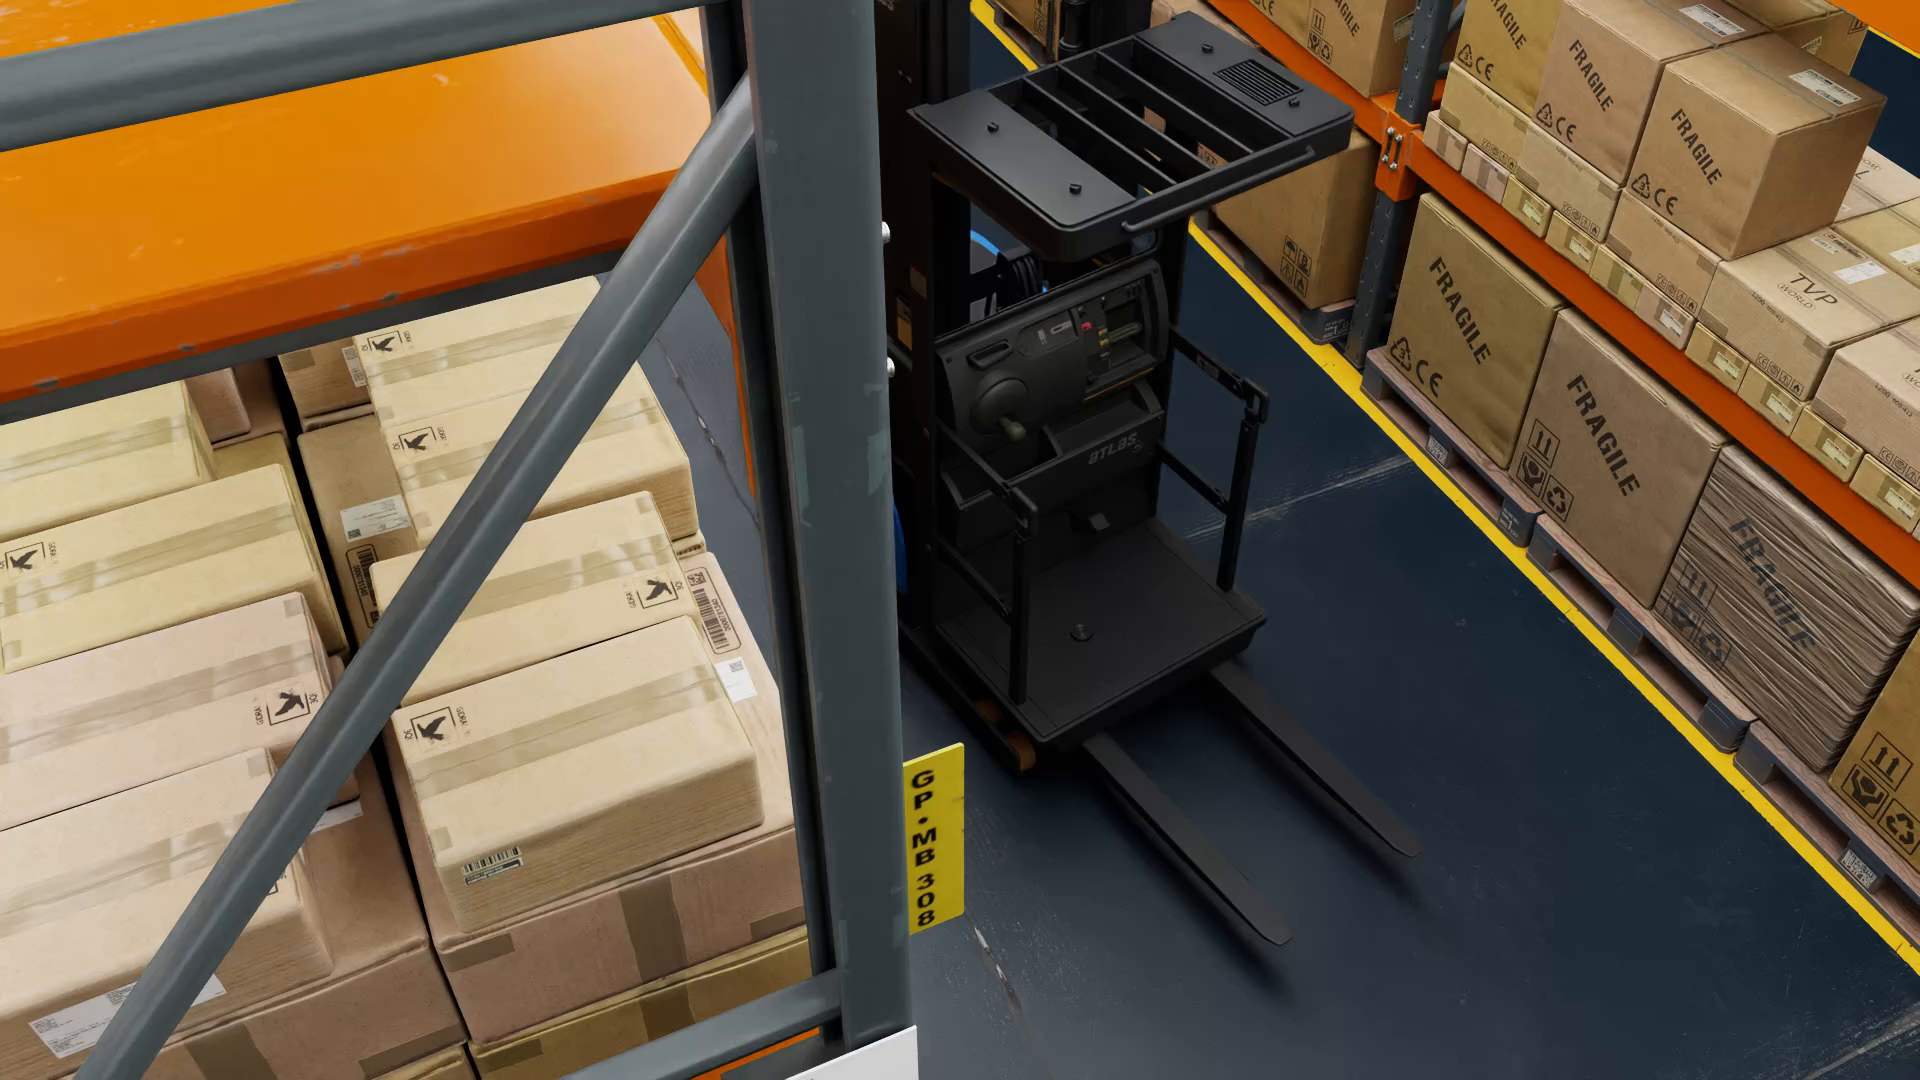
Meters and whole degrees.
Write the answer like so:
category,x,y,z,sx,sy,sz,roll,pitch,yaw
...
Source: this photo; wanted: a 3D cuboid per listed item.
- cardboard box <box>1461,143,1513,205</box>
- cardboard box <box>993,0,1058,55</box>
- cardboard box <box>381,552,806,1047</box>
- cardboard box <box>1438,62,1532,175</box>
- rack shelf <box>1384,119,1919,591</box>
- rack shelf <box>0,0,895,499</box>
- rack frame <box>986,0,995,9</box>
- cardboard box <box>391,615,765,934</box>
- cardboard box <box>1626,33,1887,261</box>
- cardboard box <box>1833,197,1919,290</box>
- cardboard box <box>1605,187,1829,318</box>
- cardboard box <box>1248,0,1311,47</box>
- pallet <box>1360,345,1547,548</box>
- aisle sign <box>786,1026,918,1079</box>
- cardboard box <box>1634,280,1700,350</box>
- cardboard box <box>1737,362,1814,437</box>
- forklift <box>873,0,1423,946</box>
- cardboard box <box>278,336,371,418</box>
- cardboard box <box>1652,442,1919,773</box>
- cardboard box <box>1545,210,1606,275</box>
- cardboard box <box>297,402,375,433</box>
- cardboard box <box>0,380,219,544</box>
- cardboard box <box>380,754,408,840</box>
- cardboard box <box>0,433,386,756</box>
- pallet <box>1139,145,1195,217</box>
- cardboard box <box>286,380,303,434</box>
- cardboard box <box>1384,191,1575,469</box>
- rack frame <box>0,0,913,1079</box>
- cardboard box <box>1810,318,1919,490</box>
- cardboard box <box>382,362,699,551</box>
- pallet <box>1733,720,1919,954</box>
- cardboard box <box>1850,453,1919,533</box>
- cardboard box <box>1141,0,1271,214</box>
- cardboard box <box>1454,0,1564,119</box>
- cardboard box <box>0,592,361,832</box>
category,x,y,z,sx,sy,sz,roll,pitch,yaw
cardboard box,2.260,-1.520,6.702,0.380,0.149,0.250,-20,48,-19
cardboard box,0.916,-3.559,9.804,1.225,0.875,0.875,-20,48,-19
cardboard box,-0.487,0.331,2.263,0.500,0.250,0.500,-17,47,-17
cardboard box,2.287,-1.739,6.640,0.500,0.250,0.500,-19,48,-18
rack shelf,3.168,-0.532,6.035,1.077,0.370,4.000,-18,47,-17
rack shelf,-1.375,-1.266,2.510,1.077,0.370,4.000,-18,47,-17
rack frame,0.645,-4.612,9.657,1.000,3.000,0.127,-18,47,-17
cardboard box,-0.464,0.278,2.032,0.380,0.149,0.250,-18,48,-18
cardboard box,2.719,-1.355,5.718,0.500,0.500,0.500,-19,48,-19
cardboard box,3.395,-0.934,5.824,0.500,0.250,0.500,-19,48,-18
cardboard box,2.714,-1.092,5.985,0.500,0.250,0.500,-17,47,-16
cardboard box,1.681,-2.633,7.581,0.500,0.500,0.500,-17,47,-16
pallet,2.576,-0.563,7.539,1.003,0.211,1.213,-18,47,-17
aisle sign,-0.231,0.919,2.201,0.394,0.787,0.004,-18,47,-17
cardboard box,2.695,-0.861,6.035,0.380,0.149,0.250,-18,47,-17
cardboard box,2.918,-0.529,5.698,0.380,0.149,0.250,-17,47,-17
forklift,0.462,-0.560,5.599,1.130,2.935,3.031,-26,50,-24
cardboard box,-0.908,-0.372,2.691,0.380,0.149,0.250,-17,47,-16
cardboard box,3.284,0.129,6.067,0.875,0.875,0.875,-18,47,-17
cardboard box,2.483,-1.185,6.363,0.380,0.149,0.250,-19,48,-18
cardboard box,-0.905,-0.320,2.923,0.500,0.250,0.500,-17,47,-17
cardboard box,-1.273,-0.059,2.374,0.380,0.149,0.250,-17,47,-17
cardboard box,-1.186,0.337,2.613,0.500,0.250,0.500,-18,47,-17
cardboard box,-1.175,0.150,2.446,0.500,0.250,0.500,-19,48,-18
pallet,1.417,-2.319,9.318,1.003,0.211,1.213,-18,47,-17
cardboard box,-0.937,-0.151,3.107,0.500,0.250,0.500,-19,48,-19
cardboard box,2.532,-1.012,7.223,0.875,0.875,0.875,-18,47,-17
rack frame,-0.534,-0.249,0.964,1.000,3.000,0.127,-18,47,-17
cardboard box,3.137,-0.445,5.329,0.500,0.250,0.500,-20,48,-19
cardboard box,-0.602,-0.084,2.399,0.380,0.149,0.250,-18,47,-17
pallet,3.601,0.992,5.963,1.003,0.211,1.213,-18,47,-17
cardboard box,3.129,-0.205,5.370,0.380,0.149,0.250,-19,48,-18
cardboard box,1.663,-2.427,8.657,1.225,0.875,0.875,-20,48,-19
cardboard box,2.296,-2.002,6.373,0.500,0.500,0.500,-18,47,-17
cardboard box,-0.975,0.247,2.064,0.380,0.149,0.250,-17,47,-17
